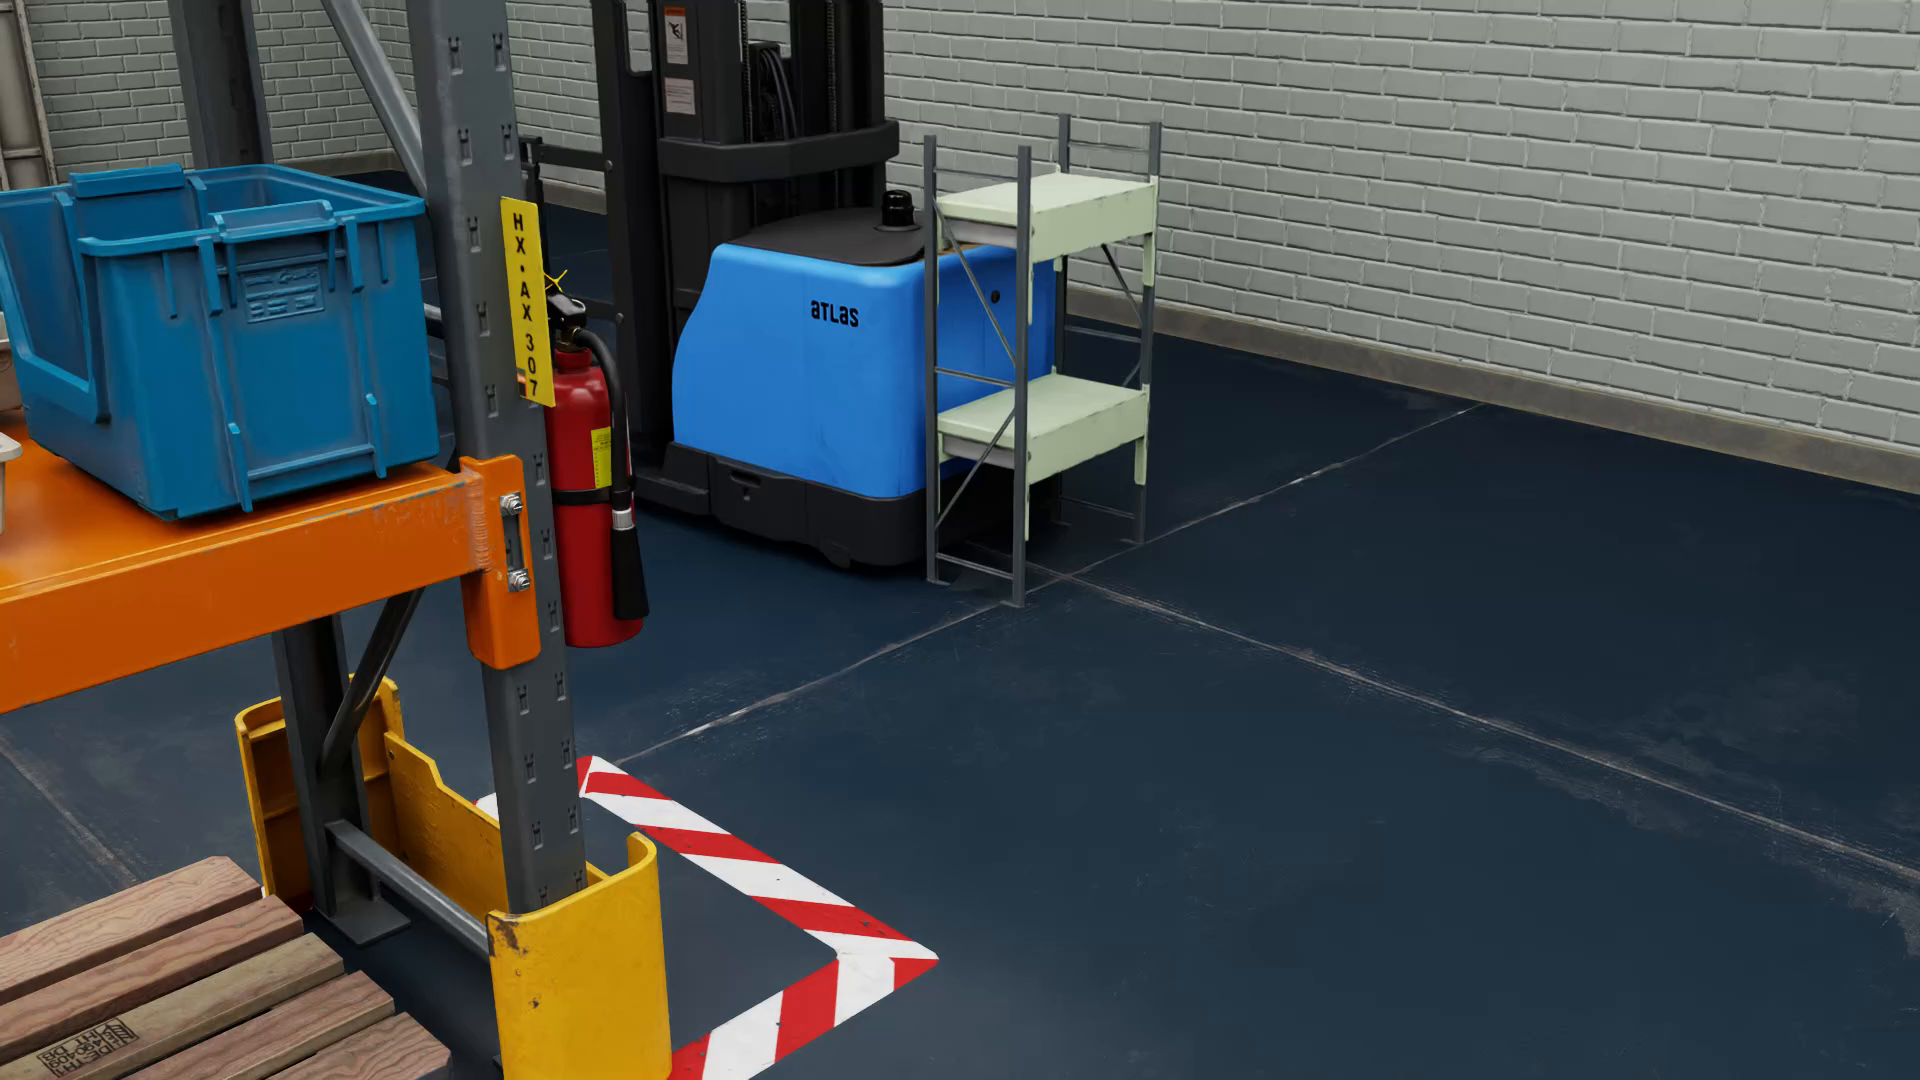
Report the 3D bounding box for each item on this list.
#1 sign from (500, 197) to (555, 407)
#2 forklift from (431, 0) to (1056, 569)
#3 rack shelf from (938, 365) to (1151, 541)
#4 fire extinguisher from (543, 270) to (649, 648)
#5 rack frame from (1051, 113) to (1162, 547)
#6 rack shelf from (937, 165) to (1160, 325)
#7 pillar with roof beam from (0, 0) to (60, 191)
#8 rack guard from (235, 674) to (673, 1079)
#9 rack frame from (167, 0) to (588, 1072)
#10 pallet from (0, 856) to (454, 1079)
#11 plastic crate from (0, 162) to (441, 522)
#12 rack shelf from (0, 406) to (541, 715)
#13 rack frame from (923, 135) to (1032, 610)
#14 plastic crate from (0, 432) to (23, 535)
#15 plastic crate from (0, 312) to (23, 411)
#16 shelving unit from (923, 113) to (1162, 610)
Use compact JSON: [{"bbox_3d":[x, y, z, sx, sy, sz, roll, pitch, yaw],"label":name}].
[{"bbox_3d":[-0.688,-0.377,2.647,0.100,0.325,0.005,19,28,41],"label":"sign"},{"bbox_3d":[-1.087,-1.683,6.368,3.031,2.935,1.130,16,26,36],"label":"forklift"},{"bbox_3d":[0.277,-0.315,5.712,0.431,0.370,0.720,16,26,35],"label":"rack shelf"},{"bbox_3d":[-0.662,-0.149,2.910,0.296,0.674,0.183,19,28,41],"label":"fire extinguisher"},{"bbox_3d":[0.504,-0.722,5.863,0.400,1.500,0.023,16,26,35],"label":"rack frame"},{"bbox_3d":[0.277,-0.983,5.455,0.431,0.370,0.720,16,26,35],"label":"rack shelf"},{"bbox_3d":[-3.843,-5.547,7.964,9.100,9.000,0.400,19,28,41],"label":"pillar with roof beam"},{"bbox_3d":[-1.086,0.723,3.497,1.175,0.500,0.348,19,28,41],"label":"rack guard"},{"bbox_3d":[-1.093,-0.434,3.024,1.000,3.000,0.127,19,28,41],"label":"rack frame"},{"bbox_3d":[-1.696,1.069,2.998,1.003,0.211,1.213,19,28,41],"label":"pallet"},{"bbox_3d":[-1.193,-0.346,2.661,0.616,0.435,0.499,19,28,41],"label":"plastic crate"},{"bbox_3d":[-2.488,0.415,1.816,1.077,0.370,4.000,19,28,41],"label":"rack shelf"},{"bbox_3d":[0.050,-0.516,5.327,0.400,1.500,0.023,16,26,35],"label":"rack frame"},{"bbox_3d":[-1.532,-0.084,2.397,0.396,0.136,0.243,19,28,41],"label":"plastic crate"},{"bbox_3d":[-1.784,-0.297,2.949,0.250,0.136,0.298,19,28,41],"label":"plastic crate"},{"bbox_3d":[0.277,-0.619,5.595,0.431,1.500,0.755,16,26,35],"label":"shelving unit"}]
